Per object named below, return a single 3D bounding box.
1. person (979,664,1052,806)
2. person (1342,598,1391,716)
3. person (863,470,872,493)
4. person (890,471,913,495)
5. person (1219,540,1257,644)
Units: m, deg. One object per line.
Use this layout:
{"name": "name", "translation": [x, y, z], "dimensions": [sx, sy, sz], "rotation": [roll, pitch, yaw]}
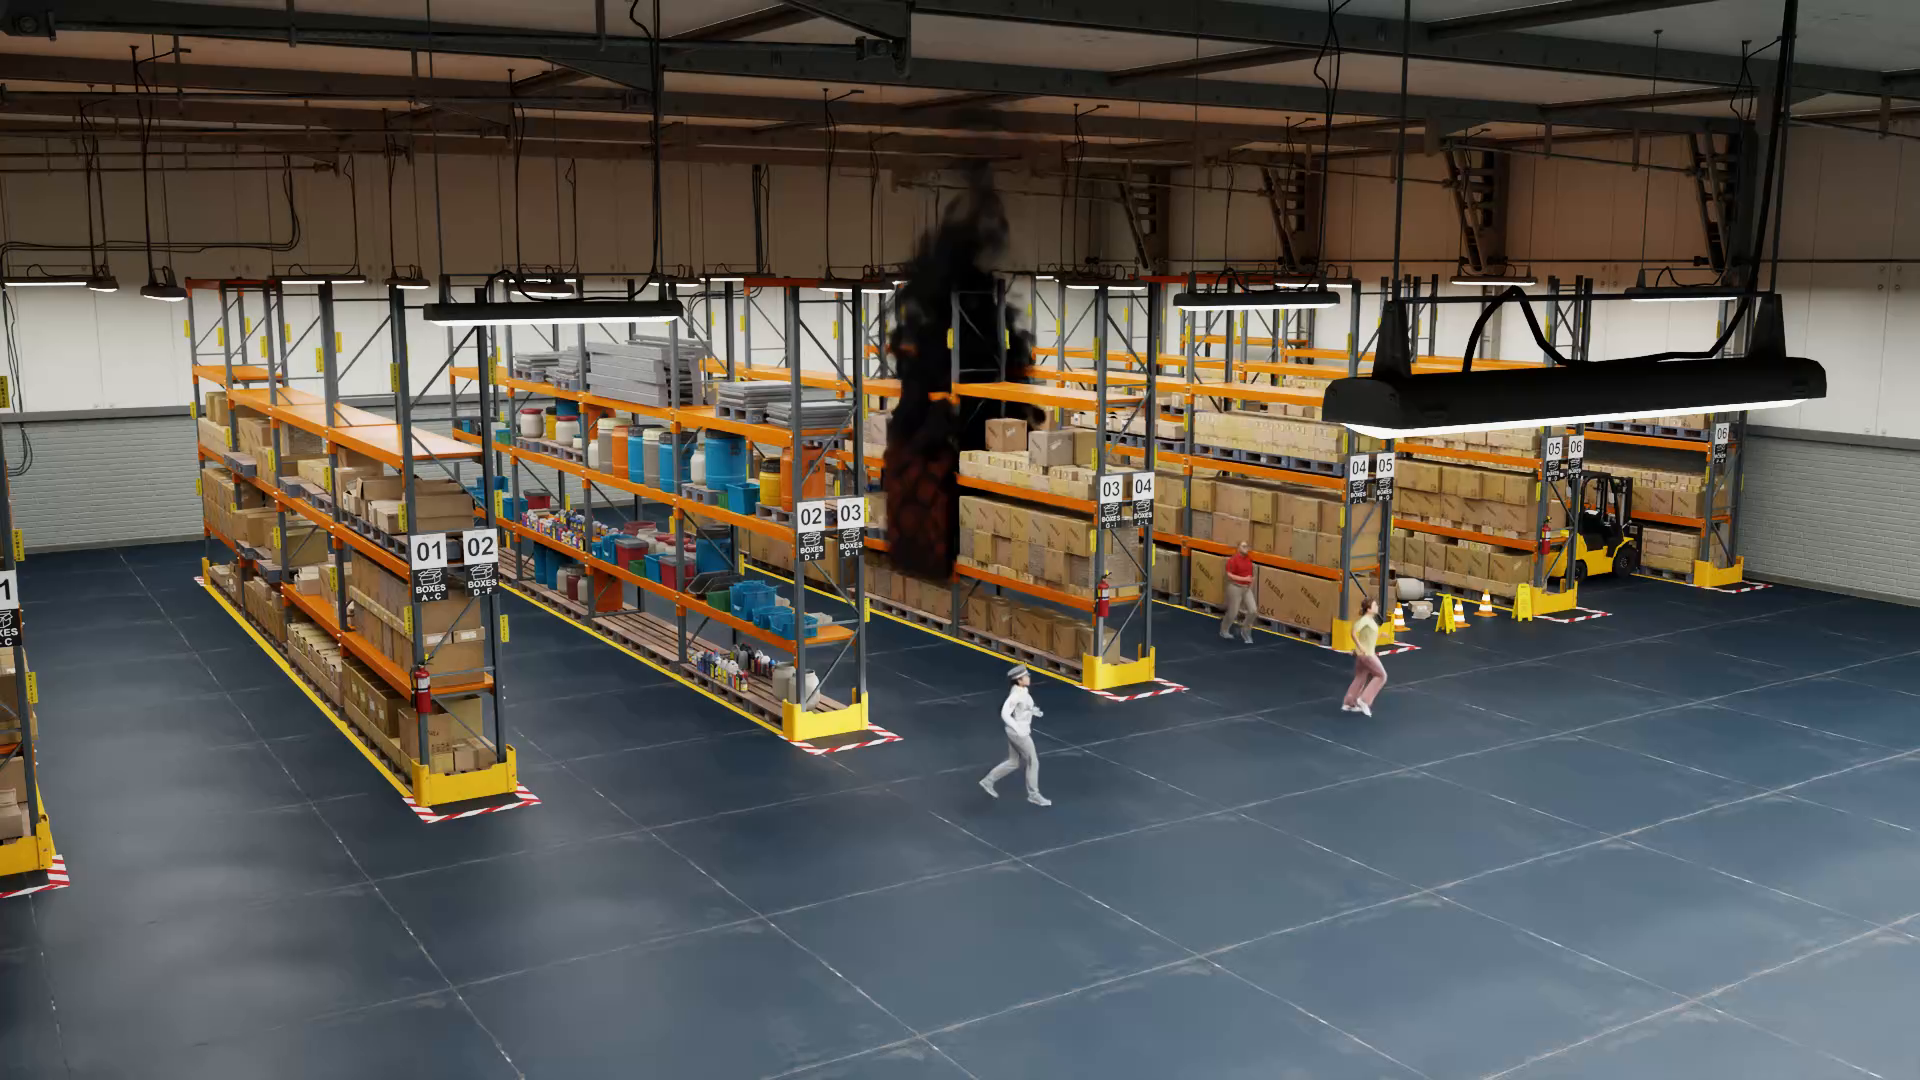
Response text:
{"name": "person", "translation": [0.665, 2.273, 19.438], "dimensions": [0.825, 1.710, 0.603], "rotation": [-1, 10, -4]}
{"name": "person", "translation": [5.719, 1.631, 23.363], "dimensions": [0.650, 1.674, 0.552], "rotation": [1, 10, 9]}
{"name": "person", "translation": [-2.236, -0.815, 38.060], "dimensions": [0.569, 1.616, 0.545], "rotation": [-5, 11, -29]}
{"name": "person", "translation": [-1.337, -0.668, 36.920], "dimensions": [0.627, 1.765, 0.739], "rotation": [-6, 11, -30]}
{"name": "person", "translation": [4.677, 0.893, 27.694], "dimensions": [0.685, 1.816, 0.765], "rotation": [-7, 12, -34]}
